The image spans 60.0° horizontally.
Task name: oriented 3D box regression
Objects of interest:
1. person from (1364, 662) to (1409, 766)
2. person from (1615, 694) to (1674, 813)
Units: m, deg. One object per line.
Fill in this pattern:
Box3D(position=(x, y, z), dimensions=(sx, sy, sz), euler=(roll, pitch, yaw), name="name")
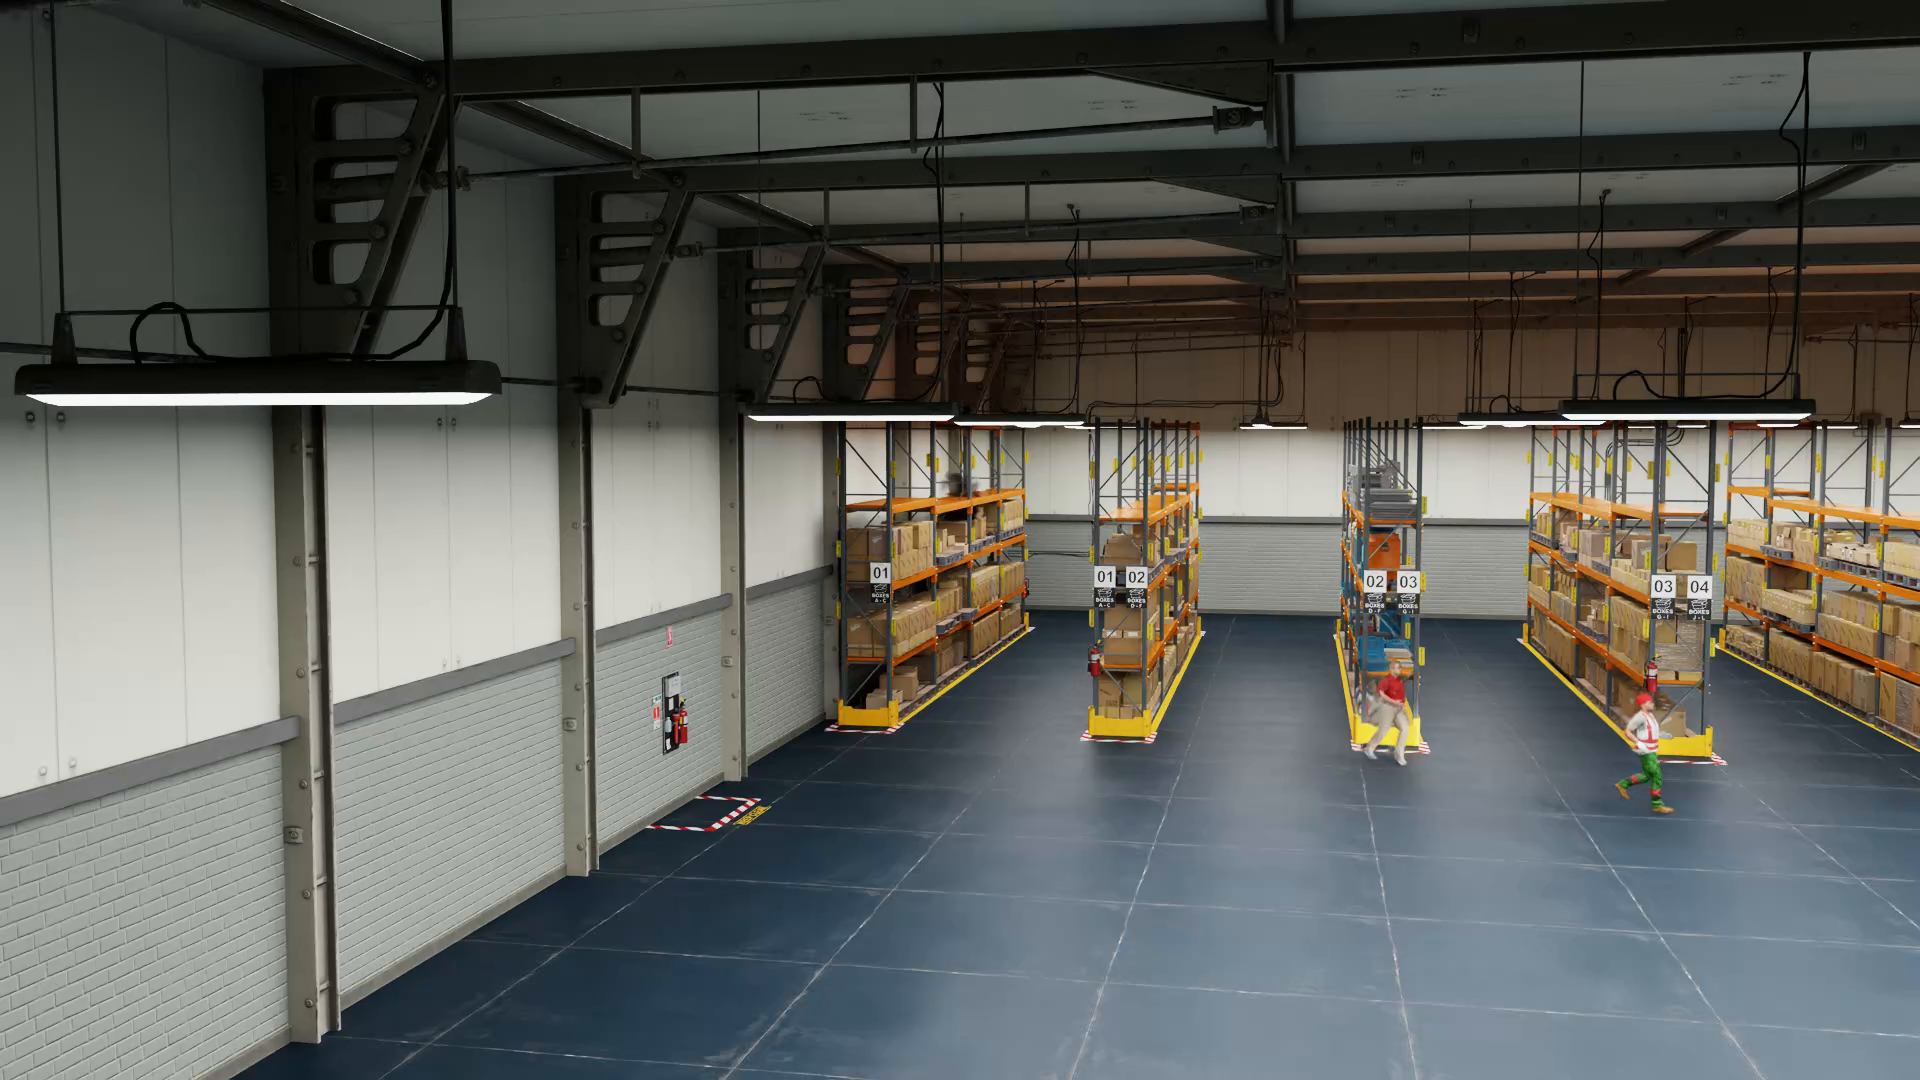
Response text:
Box3D(position=(7.498, 3.005, 28.903), dimensions=(0.694, 1.766, 0.798), euler=(-3, 5, -38), name="person")
Box3D(position=(10.356, 3.205, 25.150), dimensions=(0.914, 1.764, 0.670), euler=(3, 5, 41), name="person")
